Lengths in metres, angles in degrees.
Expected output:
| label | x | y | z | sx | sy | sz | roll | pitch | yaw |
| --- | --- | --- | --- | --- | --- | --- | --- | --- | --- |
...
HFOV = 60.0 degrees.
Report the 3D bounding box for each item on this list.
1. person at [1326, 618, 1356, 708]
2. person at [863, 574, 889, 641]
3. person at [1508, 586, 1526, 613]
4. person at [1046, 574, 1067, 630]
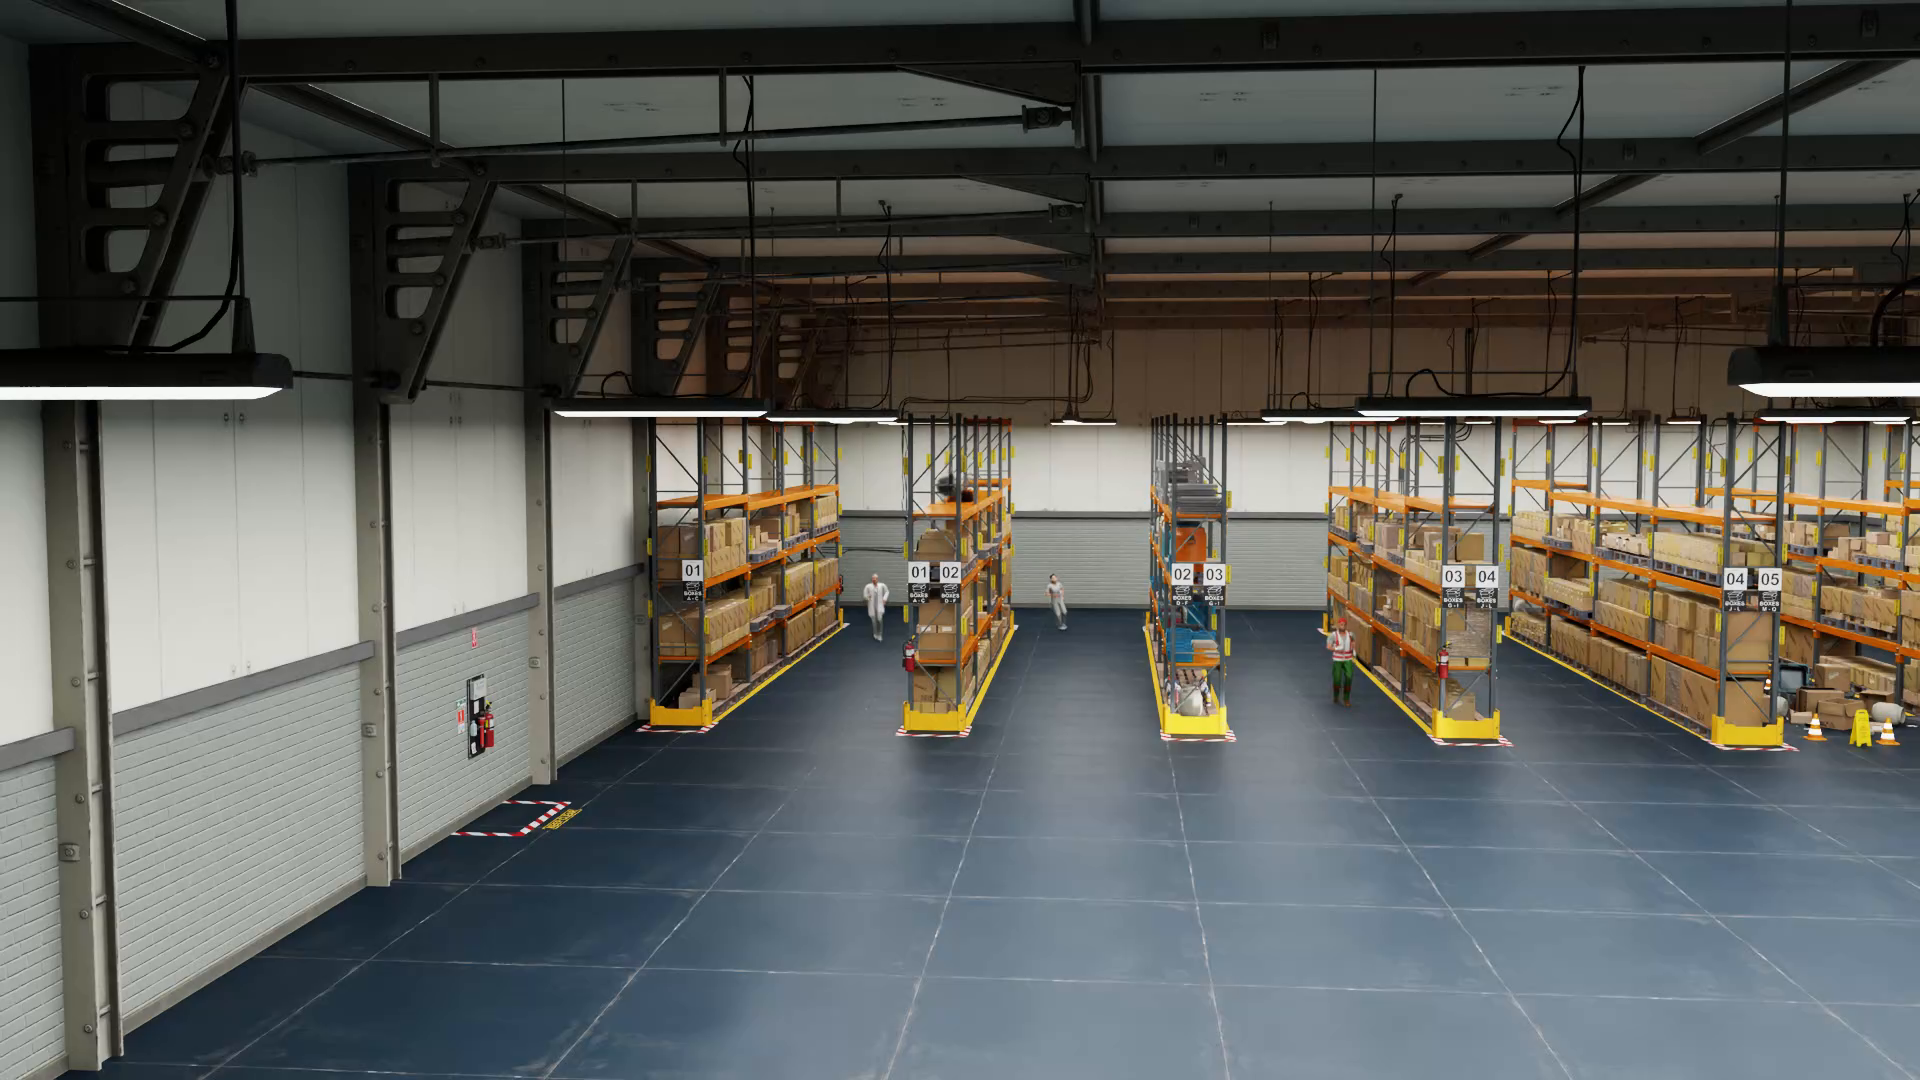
| label | x | y | z | sx | sy | sz | roll | pitch | yaw |
| --- | --- | --- | --- | --- | --- | --- | --- | --- | --- |
| person | 7.868 | 2.524 | 34.284 | 0.664 | 1.852 | 0.777 | 0 | 4 | 3 |
| person | -2.270 | 1.935 | 44.847 | 0.682 | 1.619 | 0.809 | 0 | 4 | 1 |
| person | 15.913 | 1.663 | 47.147 | 0.647 | 1.812 | 0.647 | 0 | 4 | 2 |
| person | 2.737 | 1.755 | 47.039 | 0.630 | 1.595 | 0.568 | -1 | 4 | -14 |
